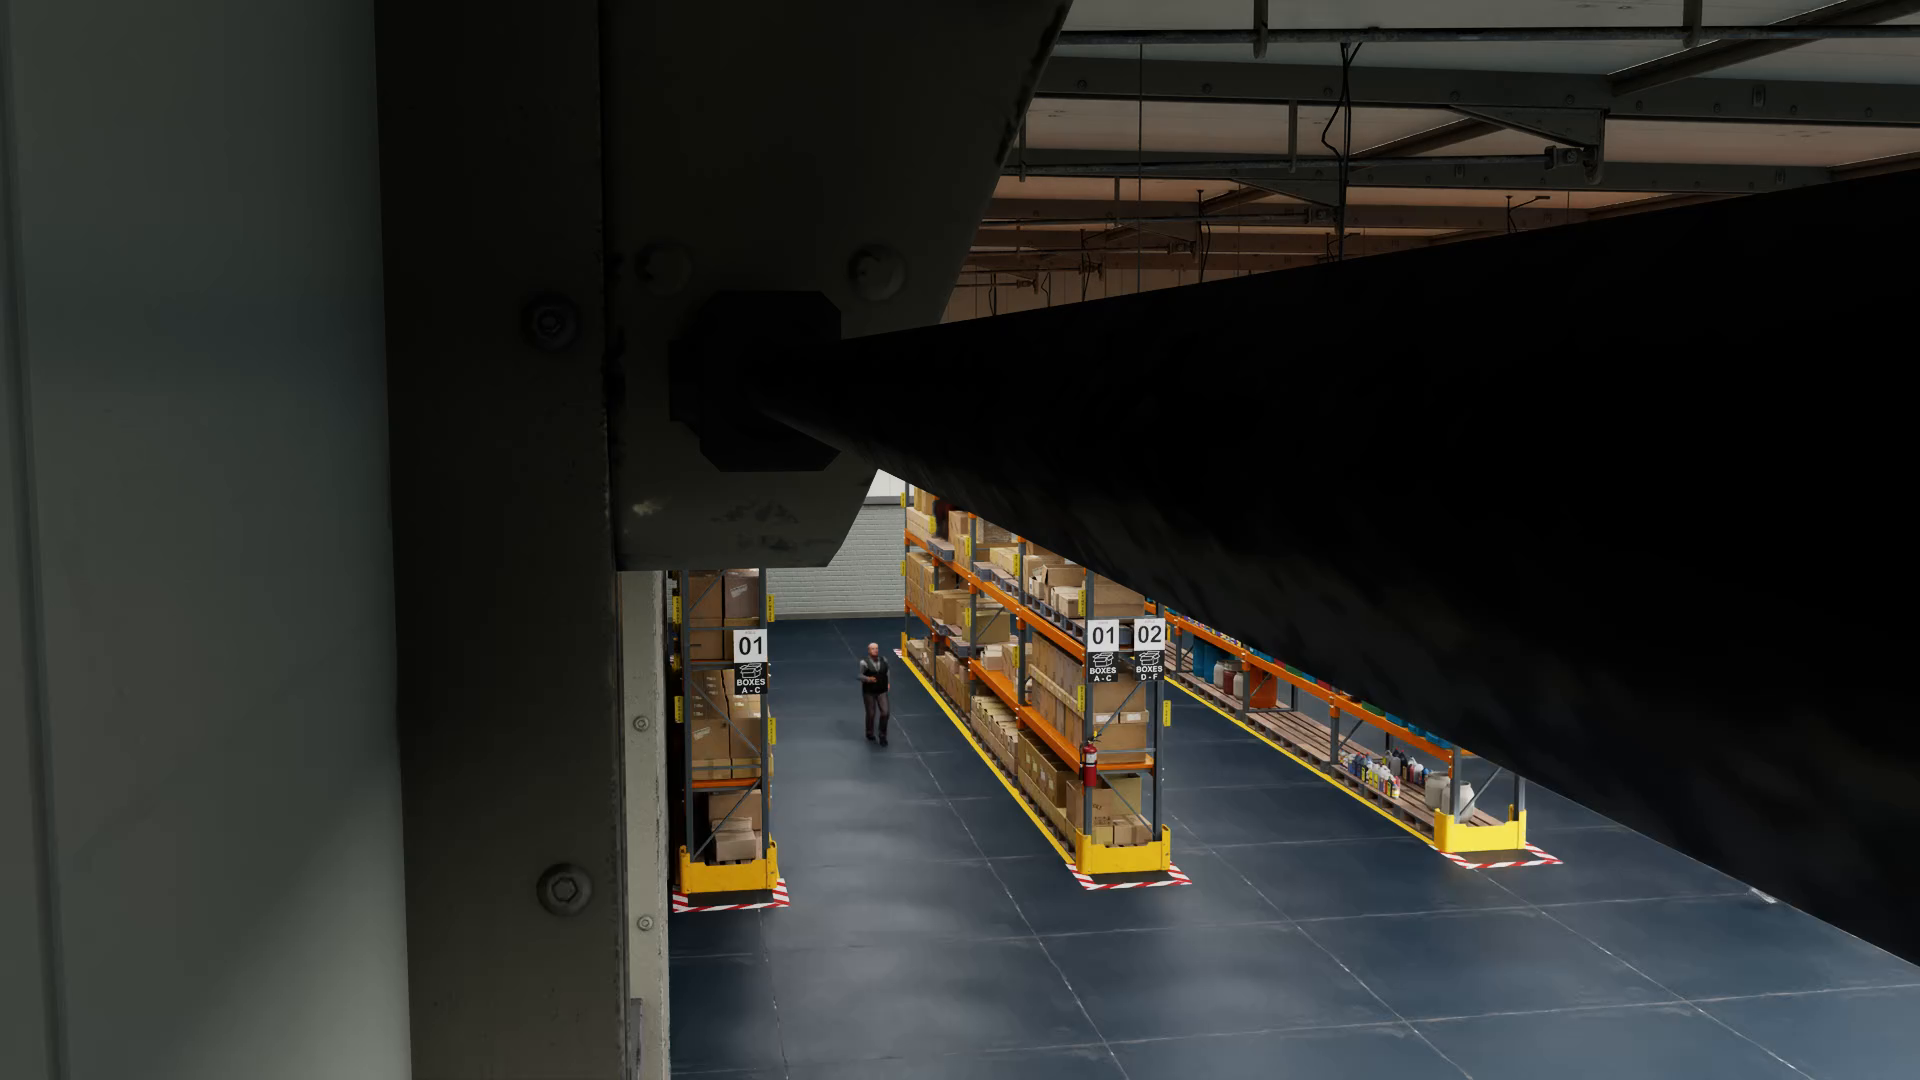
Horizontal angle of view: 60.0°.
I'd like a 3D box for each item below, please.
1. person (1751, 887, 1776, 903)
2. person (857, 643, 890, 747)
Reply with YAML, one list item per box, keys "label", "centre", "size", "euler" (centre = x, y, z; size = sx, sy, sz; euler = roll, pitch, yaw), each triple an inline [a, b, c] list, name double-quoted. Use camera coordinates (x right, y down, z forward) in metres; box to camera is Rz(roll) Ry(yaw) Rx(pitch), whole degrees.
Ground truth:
- label: "person"
  centre: [9.717, 3.485, 19.415]
  size: [0.805, 1.747, 0.586]
  euler: [3, 7, 26]
- label: "person"
  centre: [-1.420, 2.600, 27.871]
  size: [0.635, 1.770, 0.756]
  euler: [-2, 6, -16]
